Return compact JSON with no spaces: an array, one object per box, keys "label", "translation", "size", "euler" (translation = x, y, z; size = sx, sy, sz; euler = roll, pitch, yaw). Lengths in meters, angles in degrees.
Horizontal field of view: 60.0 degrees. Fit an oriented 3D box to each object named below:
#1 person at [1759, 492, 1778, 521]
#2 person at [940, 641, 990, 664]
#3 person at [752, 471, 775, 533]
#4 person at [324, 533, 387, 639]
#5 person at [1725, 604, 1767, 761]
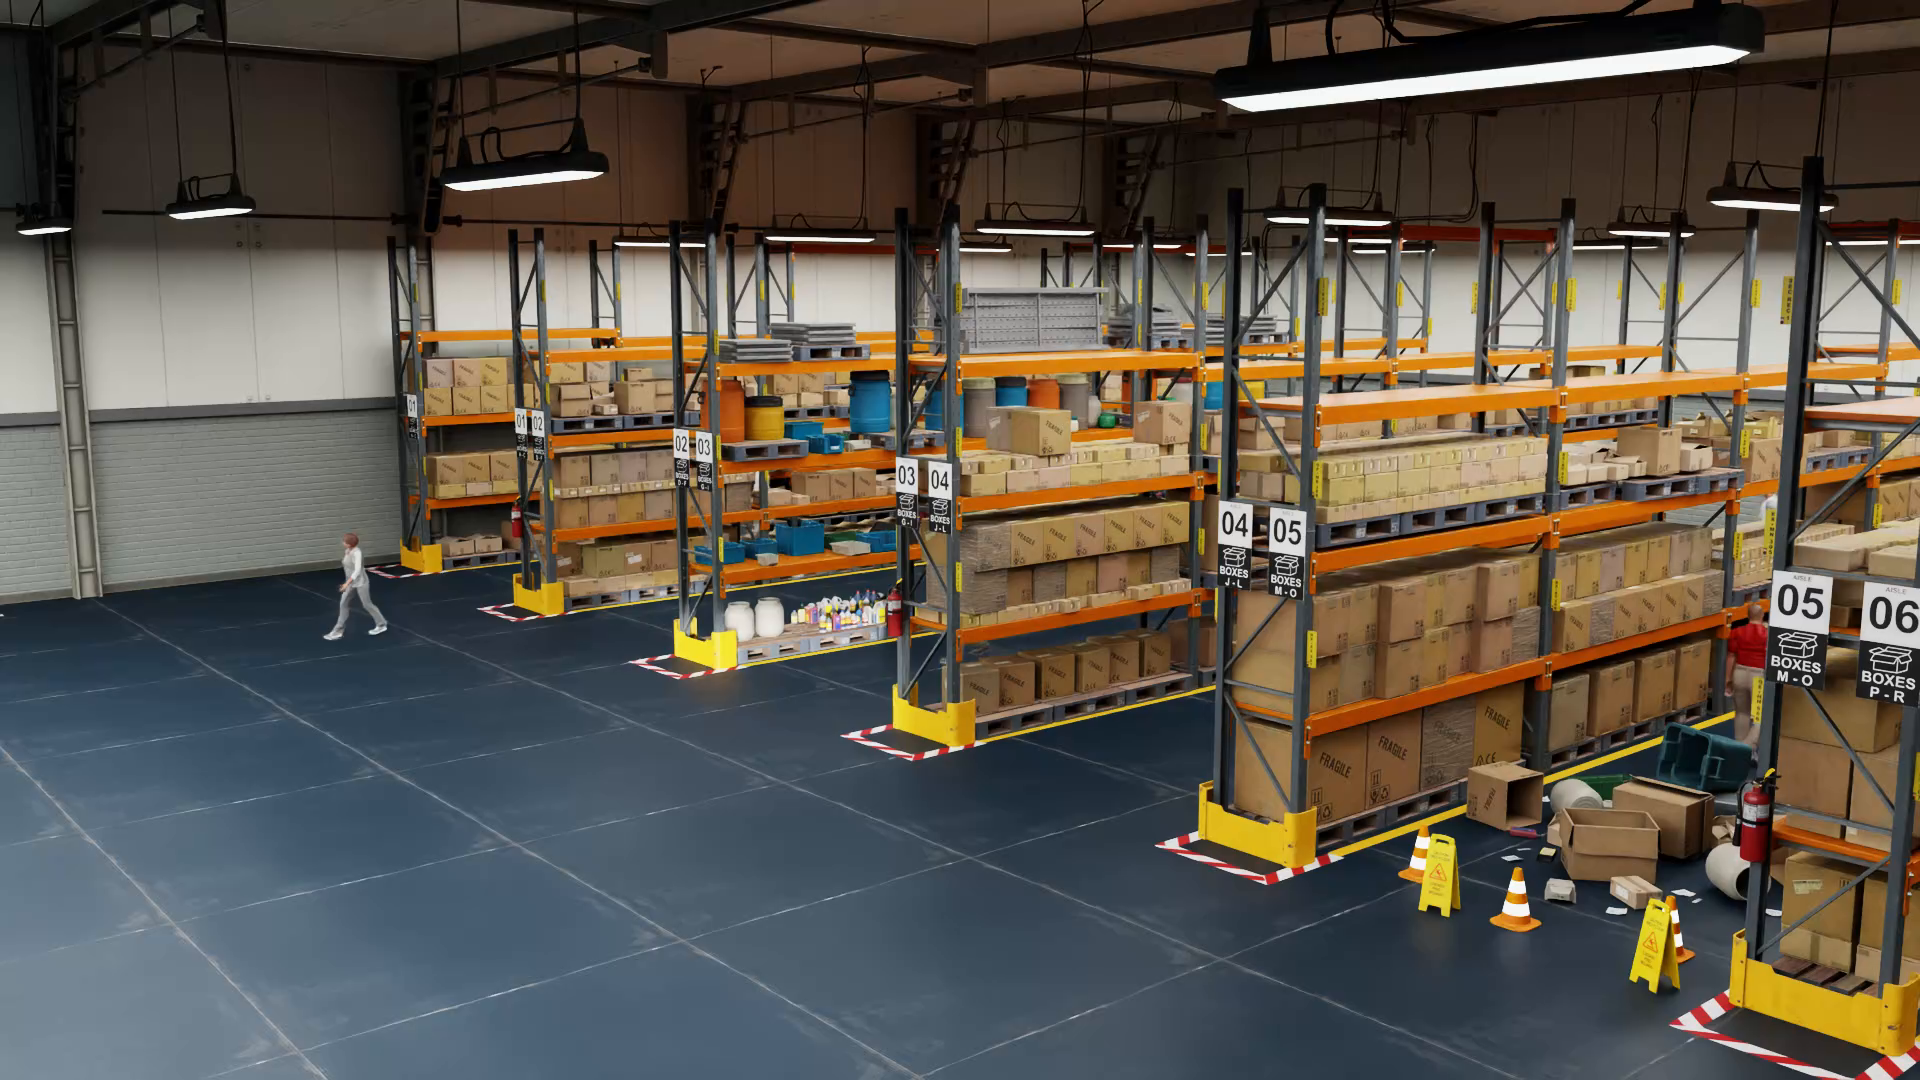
[{"label":"person","translation":[14.215,-0.167,29.114],"size":[1.034,1.753,0.508],"euler":[8,12,44]},{"label":"person","translation":[0.033,0.752,21.770],"size":[0.979,1.615,0.578],"euler":[-6,11,-34]},{"label":"person","translation":[-3.965,-0.677,33.001],"size":[0.493,1.527,0.584],"euler":[-3,9,-21]},{"label":"person","translation":[-8.889,0.655,24.401],"size":[0.498,1.559,0.888],"euler":[8,12,42]},{"label":"person","translation":[8.609,1.555,18.088],"size":[0.565,1.723,0.579],"euler":[-8,12,-41]}]
